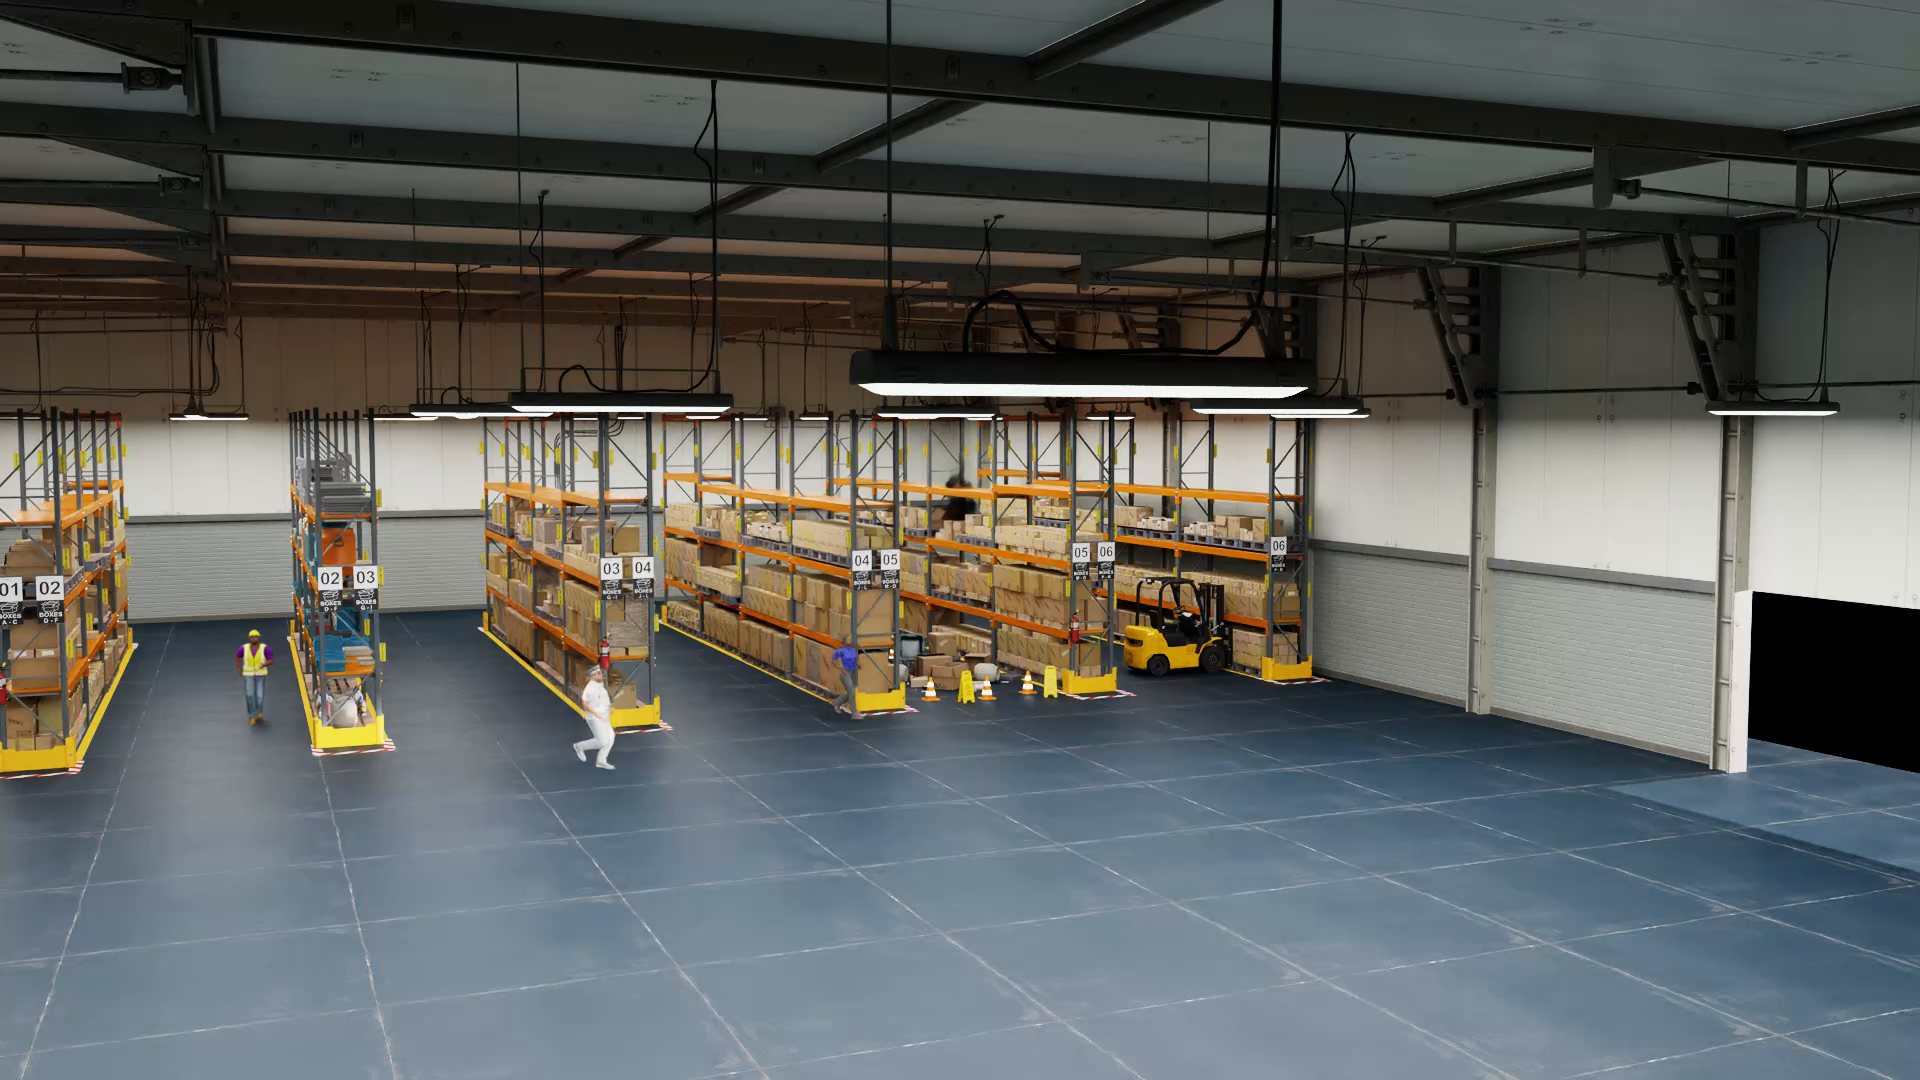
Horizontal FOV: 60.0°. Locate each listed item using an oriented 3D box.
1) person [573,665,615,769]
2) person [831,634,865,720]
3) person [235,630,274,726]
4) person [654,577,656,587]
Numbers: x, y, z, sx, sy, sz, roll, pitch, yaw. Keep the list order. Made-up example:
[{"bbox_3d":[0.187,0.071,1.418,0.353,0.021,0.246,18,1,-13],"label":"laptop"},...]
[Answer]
[{"bbox_3d":[-6.062,2.933,27.605,0.657,1.749,0.671,0,4,7],"label":"person"},{"bbox_3d":[-2.168,2.636,32.204,0.827,1.624,0.588,3,5,39],"label":"person"},{"bbox_3d":[-13.474,2.631,31.790,0.695,1.836,0.670,-2,4,-23],"label":"person"},{"bbox_3d":[-9.154,1.510,48.662,0.610,1.602,0.698,3,5,41],"label":"person"}]
